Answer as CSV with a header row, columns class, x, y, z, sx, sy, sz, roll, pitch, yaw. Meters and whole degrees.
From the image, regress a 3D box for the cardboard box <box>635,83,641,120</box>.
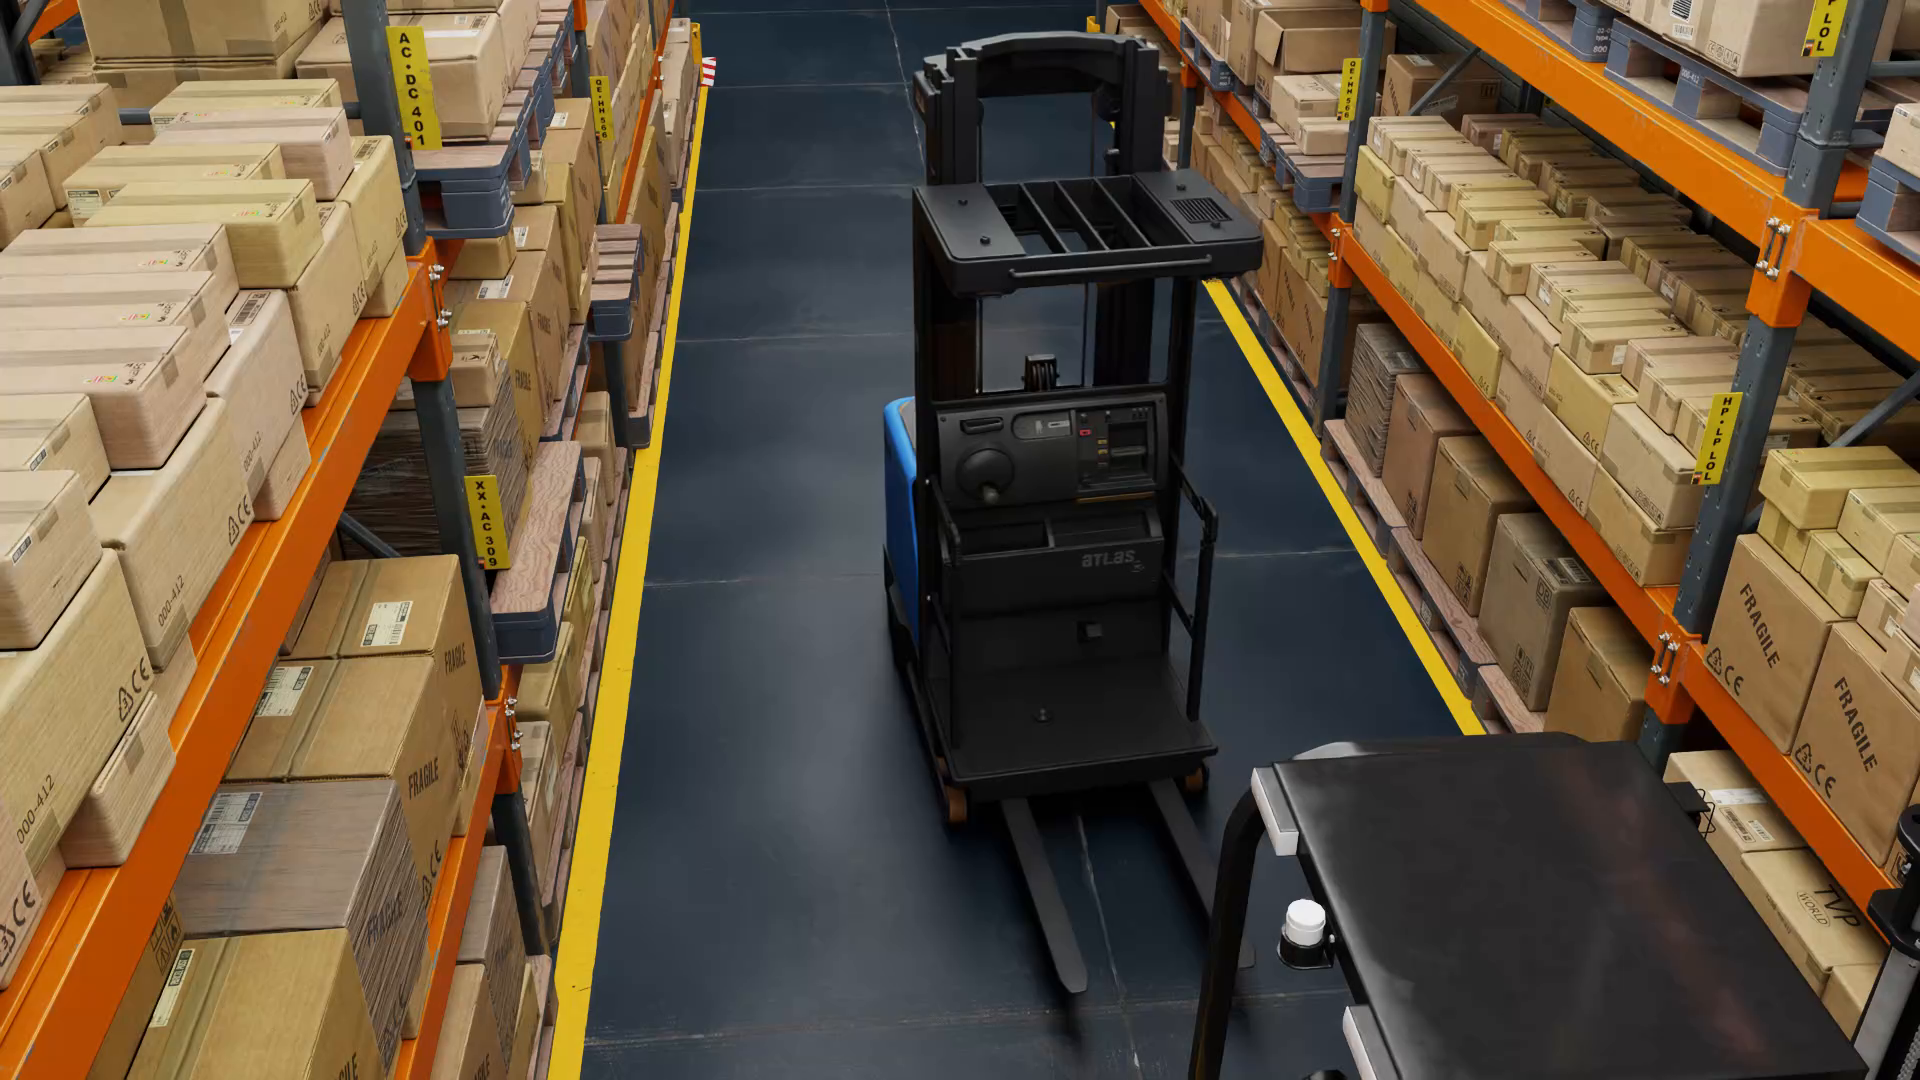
class,x,y,z,sx,sy,sz,roll,pitch,yaw
cardboard box,-2.362,-2.934,10.884,0.500,0.250,0.500,-4,31,-6

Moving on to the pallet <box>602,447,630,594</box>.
class,x,y,z,sx,sy,sz,roll,pitch,yaw
pallet,-2.284,-0.096,8.704,1.003,0.211,1.213,-3,31,-5

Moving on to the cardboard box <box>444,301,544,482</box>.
class,x,y,z,sx,sy,sz,roll,pitch,yaw
cardboard box,-1.788,-0.509,5.881,0.500,0.500,0.500,-3,31,-4

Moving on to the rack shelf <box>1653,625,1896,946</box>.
class,x,y,z,sx,sy,sz,roll,pitch,yaw
rack shelf,3.146,1.441,4.115,1.077,0.370,4.000,-3,31,-5

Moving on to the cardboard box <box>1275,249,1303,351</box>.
class,x,y,z,sx,sy,sz,roll,pitch,yaw
cardboard box,2.296,-1.500,10.365,0.500,0.500,0.500,-3,31,-5

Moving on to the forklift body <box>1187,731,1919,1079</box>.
class,x,y,z,sx,sy,sz,roll,pitch,yaw
forklift body,1.340,1.636,3.913,2.313,2.155,1.214,-3,31,-5

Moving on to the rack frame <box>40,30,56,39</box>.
class,x,y,z,sx,sy,sz,roll,pitch,yaw
rack frame,-8.022,-5.488,15.012,1.000,3.000,0.127,-3,31,-5

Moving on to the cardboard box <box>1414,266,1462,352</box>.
class,x,y,z,sx,sy,sz,roll,pitch,yaw
cardboard box,2.481,-1.109,7.828,0.500,0.250,0.500,-4,31,-6

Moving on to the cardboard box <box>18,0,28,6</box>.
class,x,y,z,sx,sy,sz,roll,pitch,yaw
cardboard box,-7.508,-4.392,12.790,0.500,0.500,0.500,-3,31,-6

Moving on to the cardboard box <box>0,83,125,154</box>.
class,x,y,z,sx,sy,sz,roll,pitch,yaw
cardboard box,-2.278,-0.996,4.034,0.380,0.149,0.250,-3,31,-5

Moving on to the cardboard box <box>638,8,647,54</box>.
class,x,y,z,sx,sy,sz,roll,pitch,yaw
cardboard box,-2.392,-3.416,11.203,0.500,0.250,0.500,-2,31,-3

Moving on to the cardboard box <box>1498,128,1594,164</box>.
class,x,y,z,sx,sy,sz,roll,pitch,yaw
cardboard box,2.953,-1.968,8.390,0.380,0.149,0.250,-2,31,-3

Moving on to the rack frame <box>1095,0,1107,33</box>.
class,x,y,z,sx,sy,sz,roll,pitch,yaw
rack frame,1.838,-6.016,15.897,1.000,3.000,0.127,-3,31,-5

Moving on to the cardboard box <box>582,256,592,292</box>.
class,x,y,z,sx,sy,sz,roll,pitch,yaw
cardboard box,-1.910,-1.219,7.702,0.380,0.149,0.250,-4,31,-7

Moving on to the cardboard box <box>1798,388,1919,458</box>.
class,x,y,z,sx,sy,sz,roll,pitch,yaw
cardboard box,3.140,-0.401,5.765,0.380,0.149,0.250,-3,31,-6

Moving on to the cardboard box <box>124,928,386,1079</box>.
class,x,y,z,sx,sy,sz,roll,pitch,yaw
cardboard box,-1.532,1.183,3.457,0.500,0.500,0.500,-3,31,-6

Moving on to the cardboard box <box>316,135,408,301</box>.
class,x,y,z,sx,sy,sz,roll,pitch,yaw
cardboard box,-1.673,-0.787,4.074,0.500,0.250,0.500,-3,31,-5

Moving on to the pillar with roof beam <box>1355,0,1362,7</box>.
class,x,y,z,sx,sy,sz,roll,pitch,yaw
pillar with roof beam,-1.242,-6.742,11.262,9.100,9.000,0.400,-3,31,-5

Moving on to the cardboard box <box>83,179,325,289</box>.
class,x,y,z,sx,sy,sz,roll,pitch,yaw
cardboard box,-1.544,-0.628,3.419,0.380,0.149,0.250,-2,31,-3

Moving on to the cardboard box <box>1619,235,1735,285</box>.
class,x,y,z,sx,sy,sz,roll,pitch,yaw
cardboard box,3.044,-1.181,7.072,0.380,0.149,0.250,-2,31,-4

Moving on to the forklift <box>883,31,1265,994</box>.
class,x,y,z,sx,sy,sz,roll,pitch,yaw
forklift,0.415,-0.305,6.402,1.130,2.935,3.031,-6,31,-10

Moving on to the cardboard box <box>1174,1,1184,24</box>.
class,x,y,z,sx,sy,sz,roll,pitch,yaw
cardboard box,1.885,-4.149,13.015,0.380,0.149,0.250,-2,31,-3

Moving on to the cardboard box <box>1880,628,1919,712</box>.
class,x,y,z,sx,sy,sz,roll,pitch,yaw
cardboard box,2.754,0.358,4.496,0.380,0.149,0.250,-2,31,-3

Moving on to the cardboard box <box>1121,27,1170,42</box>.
class,x,y,z,sx,sy,sz,roll,pitch,yaw
cardboard box,1.842,-4.368,15.166,0.700,0.500,0.500,-2,31,-3

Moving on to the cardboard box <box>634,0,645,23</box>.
class,x,y,z,sx,sy,sz,roll,pitch,yaw
cardboard box,-2.382,-3.726,10.991,0.500,0.500,0.500,-2,31,-4

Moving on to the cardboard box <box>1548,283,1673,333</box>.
class,x,y,z,sx,sy,sz,roll,pitch,yaw
cardboard box,2.575,-0.898,6.598,0.380,0.149,0.250,-3,31,-6

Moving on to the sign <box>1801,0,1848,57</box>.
class,x,y,z,sx,sy,sz,roll,pitch,yaw
sign,2.420,-1.503,4.605,0.100,0.325,0.005,-3,31,-5

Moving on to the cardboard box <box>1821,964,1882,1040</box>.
class,x,y,z,sx,sy,sz,roll,pitch,yaw
cardboard box,2.788,1.458,4.680,0.500,0.250,0.500,-2,31,-3

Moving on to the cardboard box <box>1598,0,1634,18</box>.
class,x,y,z,sx,sy,sz,roll,pitch,yaw
cardboard box,2.578,-2.112,6.015,0.500,0.311,0.500,-4,31,-6

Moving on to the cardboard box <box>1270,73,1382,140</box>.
class,x,y,z,sx,sy,sz,roll,pitch,yaw
cardboard box,2.165,-2.571,9.865,0.500,0.250,0.500,-4,31,-7

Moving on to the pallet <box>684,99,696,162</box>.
class,x,y,z,sx,sy,sz,roll,pitch,yaw
pallet,-2.840,-3.553,14.493,1.003,0.211,1.213,-3,31,-5

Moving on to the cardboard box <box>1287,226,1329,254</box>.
class,x,y,z,sx,sy,sz,roll,pitch,yaw
cardboard box,2.250,-1.832,10.287,0.380,0.149,0.250,-4,31,-6

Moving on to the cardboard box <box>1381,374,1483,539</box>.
class,x,y,z,sx,sy,sz,roll,pitch,yaw
cardboard box,2.699,-0.440,8.468,0.875,0.625,0.625,-2,31,-3

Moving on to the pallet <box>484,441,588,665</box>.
class,x,y,z,sx,sy,sz,roll,pitch,yaw
pallet,-1.909,0.035,5.953,1.003,0.211,1.213,-3,31,-5

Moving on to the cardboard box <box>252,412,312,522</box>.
class,x,y,z,sx,sy,sz,roll,pitch,yaw
cardboard box,-1.567,-0.157,3.408,0.380,0.149,0.250,-2,31,-3

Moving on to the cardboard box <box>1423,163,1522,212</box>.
class,x,y,z,sx,sy,sz,roll,pitch,yaw
cardboard box,2.435,-1.677,7.903,0.380,0.149,0.250,-2,31,-4

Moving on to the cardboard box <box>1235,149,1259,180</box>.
class,x,y,z,sx,sy,sz,roll,pitch,yaw
cardboard box,2.144,-2.627,11.618,0.380,0.149,0.250,-3,31,-5

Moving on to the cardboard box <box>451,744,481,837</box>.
class,x,y,z,sx,sy,sz,roll,pitch,yaw
cardboard box,-1.618,0.735,4.840,0.380,0.149,0.250,-2,31,-3

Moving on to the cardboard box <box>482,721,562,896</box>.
class,x,y,z,sx,sy,sz,roll,pitch,yaw
cardboard box,-2.034,1.030,6.253,0.950,0.372,0.625,-2,31,-4

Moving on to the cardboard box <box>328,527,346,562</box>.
class,x,y,z,sx,sy,sz,roll,pitch,yaw
cardboard box,-2.254,-0.226,5.405,0.500,0.500,0.500,-3,31,-6

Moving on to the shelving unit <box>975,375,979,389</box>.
class,x,y,z,sx,sy,sz,roll,pitch,yaw
shelving unit,-0.001,-0.390,8.526,0.258,0.900,0.210,-3,31,-5

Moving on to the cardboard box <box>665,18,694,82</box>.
class,x,y,z,sx,sy,sz,roll,pitch,yaw
cardboard box,-2.942,-4.525,15.489,0.875,0.438,0.875,-4,31,-6

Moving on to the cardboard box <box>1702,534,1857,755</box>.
class,x,y,z,sx,sy,sz,roll,pitch,yaw
cardboard box,2.741,0.307,5.214,0.500,0.500,0.500,-4,31,-6

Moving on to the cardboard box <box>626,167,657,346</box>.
class,x,y,z,sx,sy,sz,roll,pitch,yaw
cardboard box,-2.417,-1.772,10.454,0.875,0.875,0.875,-2,31,-4

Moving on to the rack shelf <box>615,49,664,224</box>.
class,x,y,z,sx,sy,sz,roll,pitch,yaw
rack shelf,-2.543,-2.404,10.551,1.077,0.370,4.000,-3,31,-5

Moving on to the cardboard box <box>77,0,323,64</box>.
class,x,y,z,sx,sy,sz,roll,pitch,yaw
cardboard box,-2.163,-1.558,4.757,0.500,0.250,0.500,-2,31,-3

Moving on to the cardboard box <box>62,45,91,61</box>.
class,x,y,z,sx,sy,sz,roll,pitch,yaw
cardboard box,-7.754,-4.310,14.831,0.380,0.149,0.250,-2,31,-4

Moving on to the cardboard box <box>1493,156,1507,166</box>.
class,x,y,z,sx,sy,sz,roll,pitch,yaw
cardboard box,2.904,-1.866,8.607,0.500,0.250,0.500,-2,31,-3

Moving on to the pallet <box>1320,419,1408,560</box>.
class,x,y,z,sx,sy,sz,roll,pitch,yaw
pallet,2.624,-0.312,9.067,1.003,0.211,1.213,-3,31,-5

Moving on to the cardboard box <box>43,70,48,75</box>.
class,x,y,z,sx,sy,sz,roll,pitch,yaw
cardboard box,-8.148,-4.029,14.650,0.380,0.149,0.250,-2,31,-4

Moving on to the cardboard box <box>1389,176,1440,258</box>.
class,x,y,z,sx,sy,sz,roll,pitch,yaw
cardboard box,2.430,-1.588,8.142,0.500,0.250,0.500,-2,31,-3
